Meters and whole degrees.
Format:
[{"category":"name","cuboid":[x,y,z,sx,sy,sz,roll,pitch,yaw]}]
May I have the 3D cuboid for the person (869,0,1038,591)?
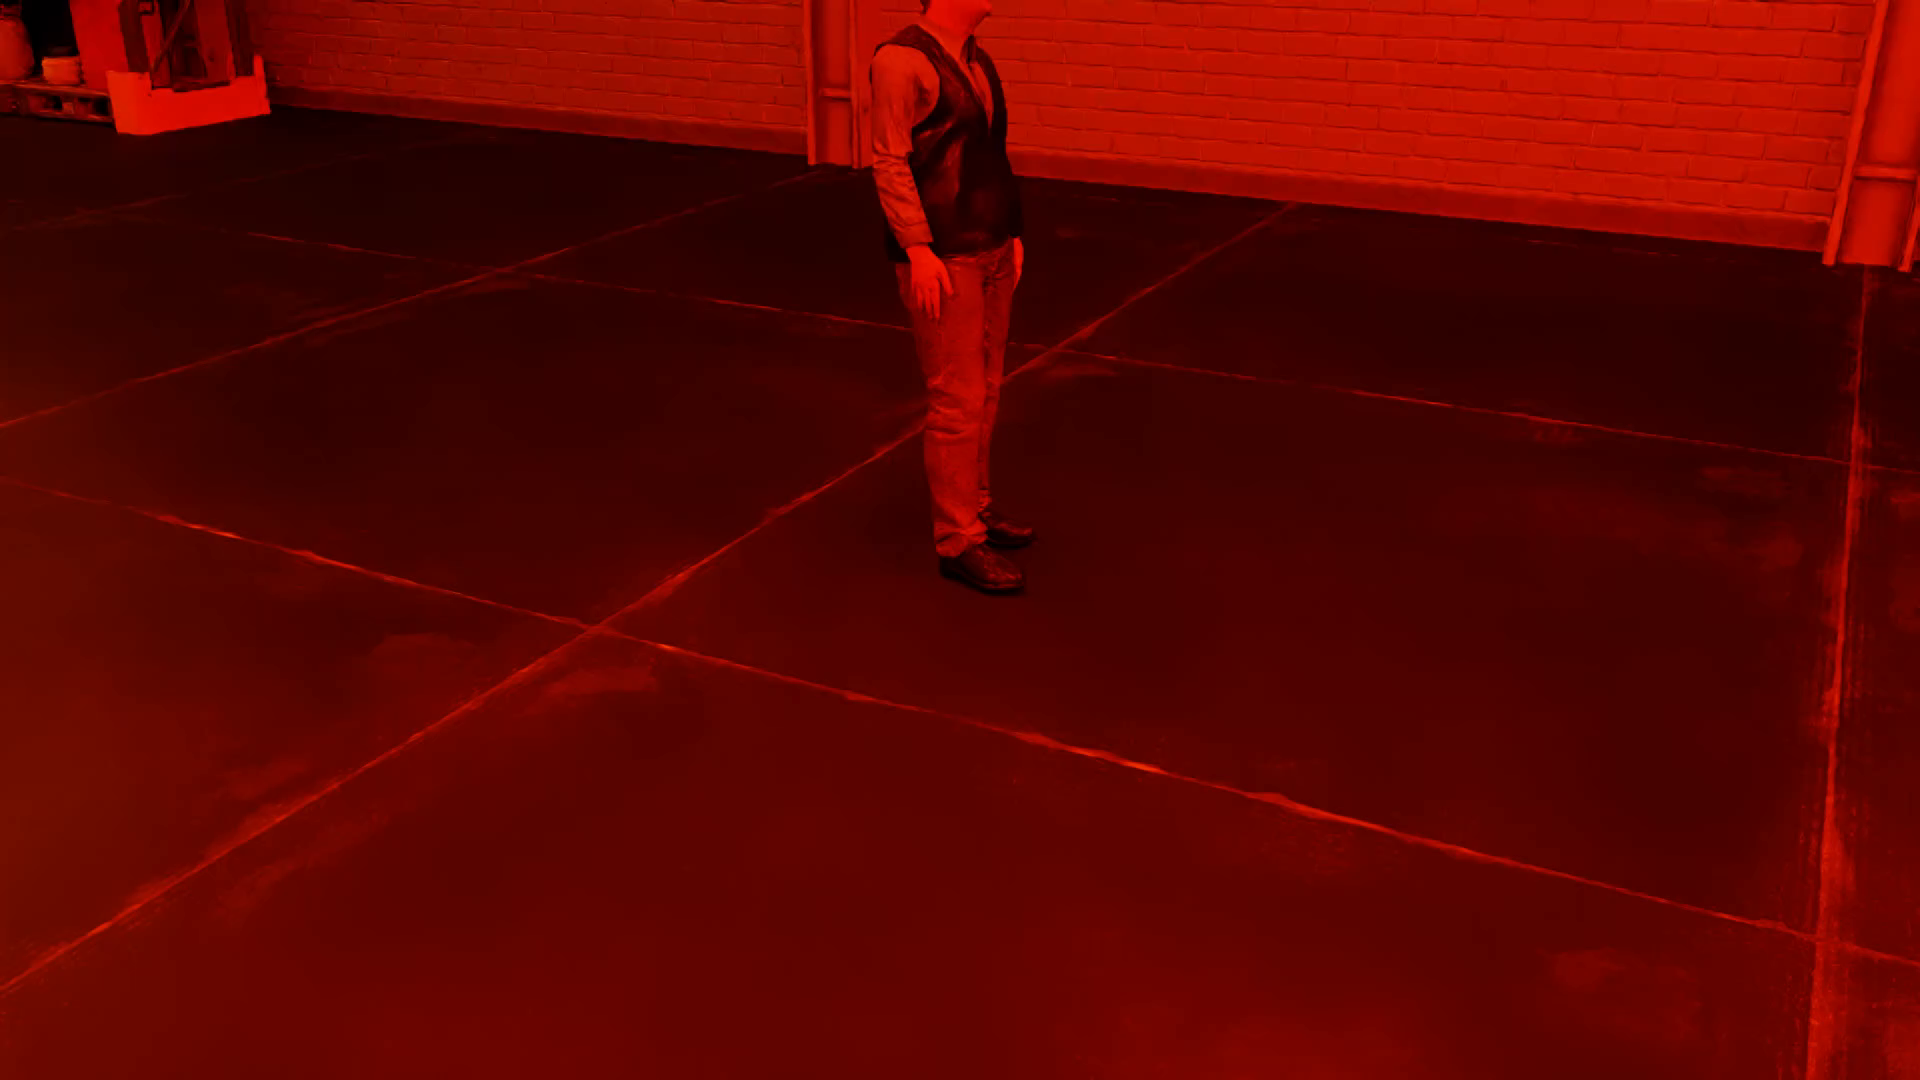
[{"category":"person","cuboid":[0.052,-0.786,4.695,0.567,1.720,0.632,11,25,25]}]
